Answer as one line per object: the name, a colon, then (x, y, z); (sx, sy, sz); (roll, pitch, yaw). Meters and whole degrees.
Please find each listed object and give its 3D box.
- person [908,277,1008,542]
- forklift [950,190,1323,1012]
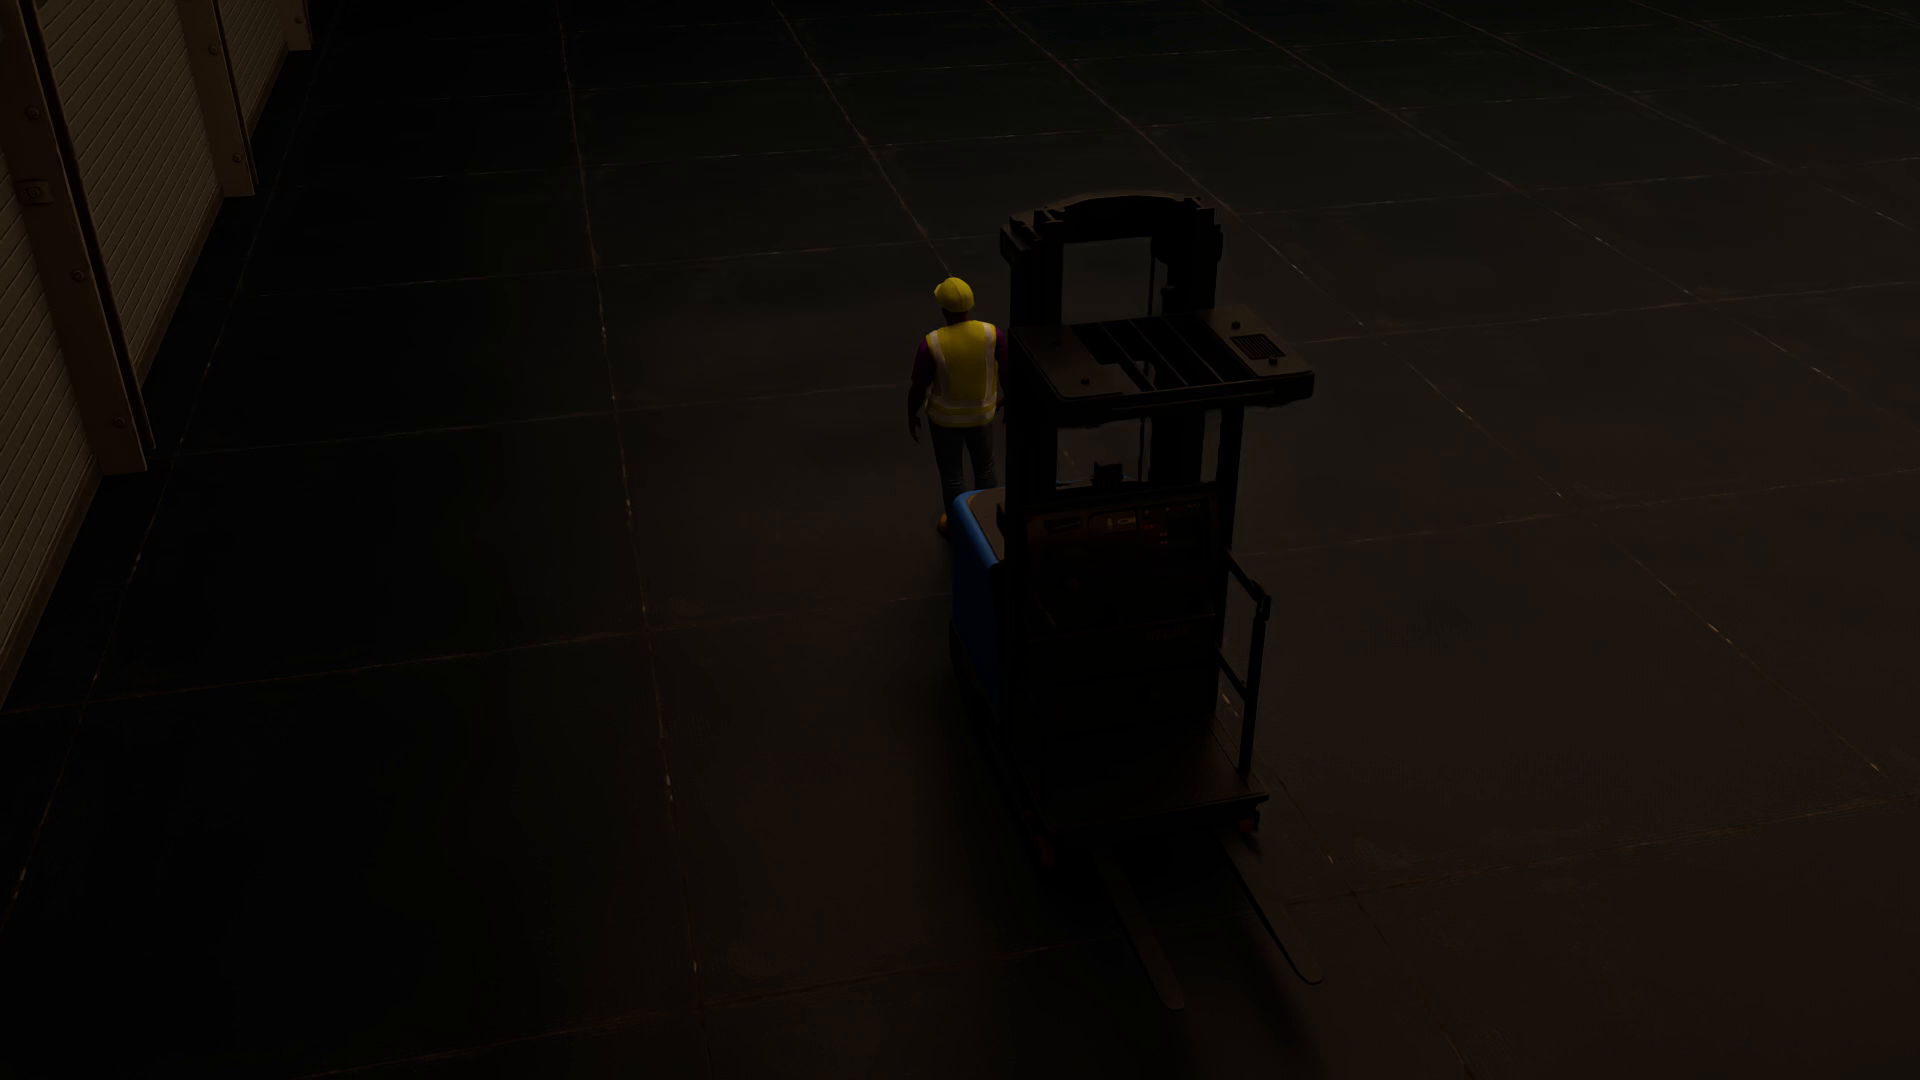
person: (-0.010, -0.805, 10.113); (0.665, 1.765, 0.577); (-7, 31, -12)
forklift: (0.805, 0.062, 7.467); (1.130, 2.935, 3.031); (-7, 31, -12)
